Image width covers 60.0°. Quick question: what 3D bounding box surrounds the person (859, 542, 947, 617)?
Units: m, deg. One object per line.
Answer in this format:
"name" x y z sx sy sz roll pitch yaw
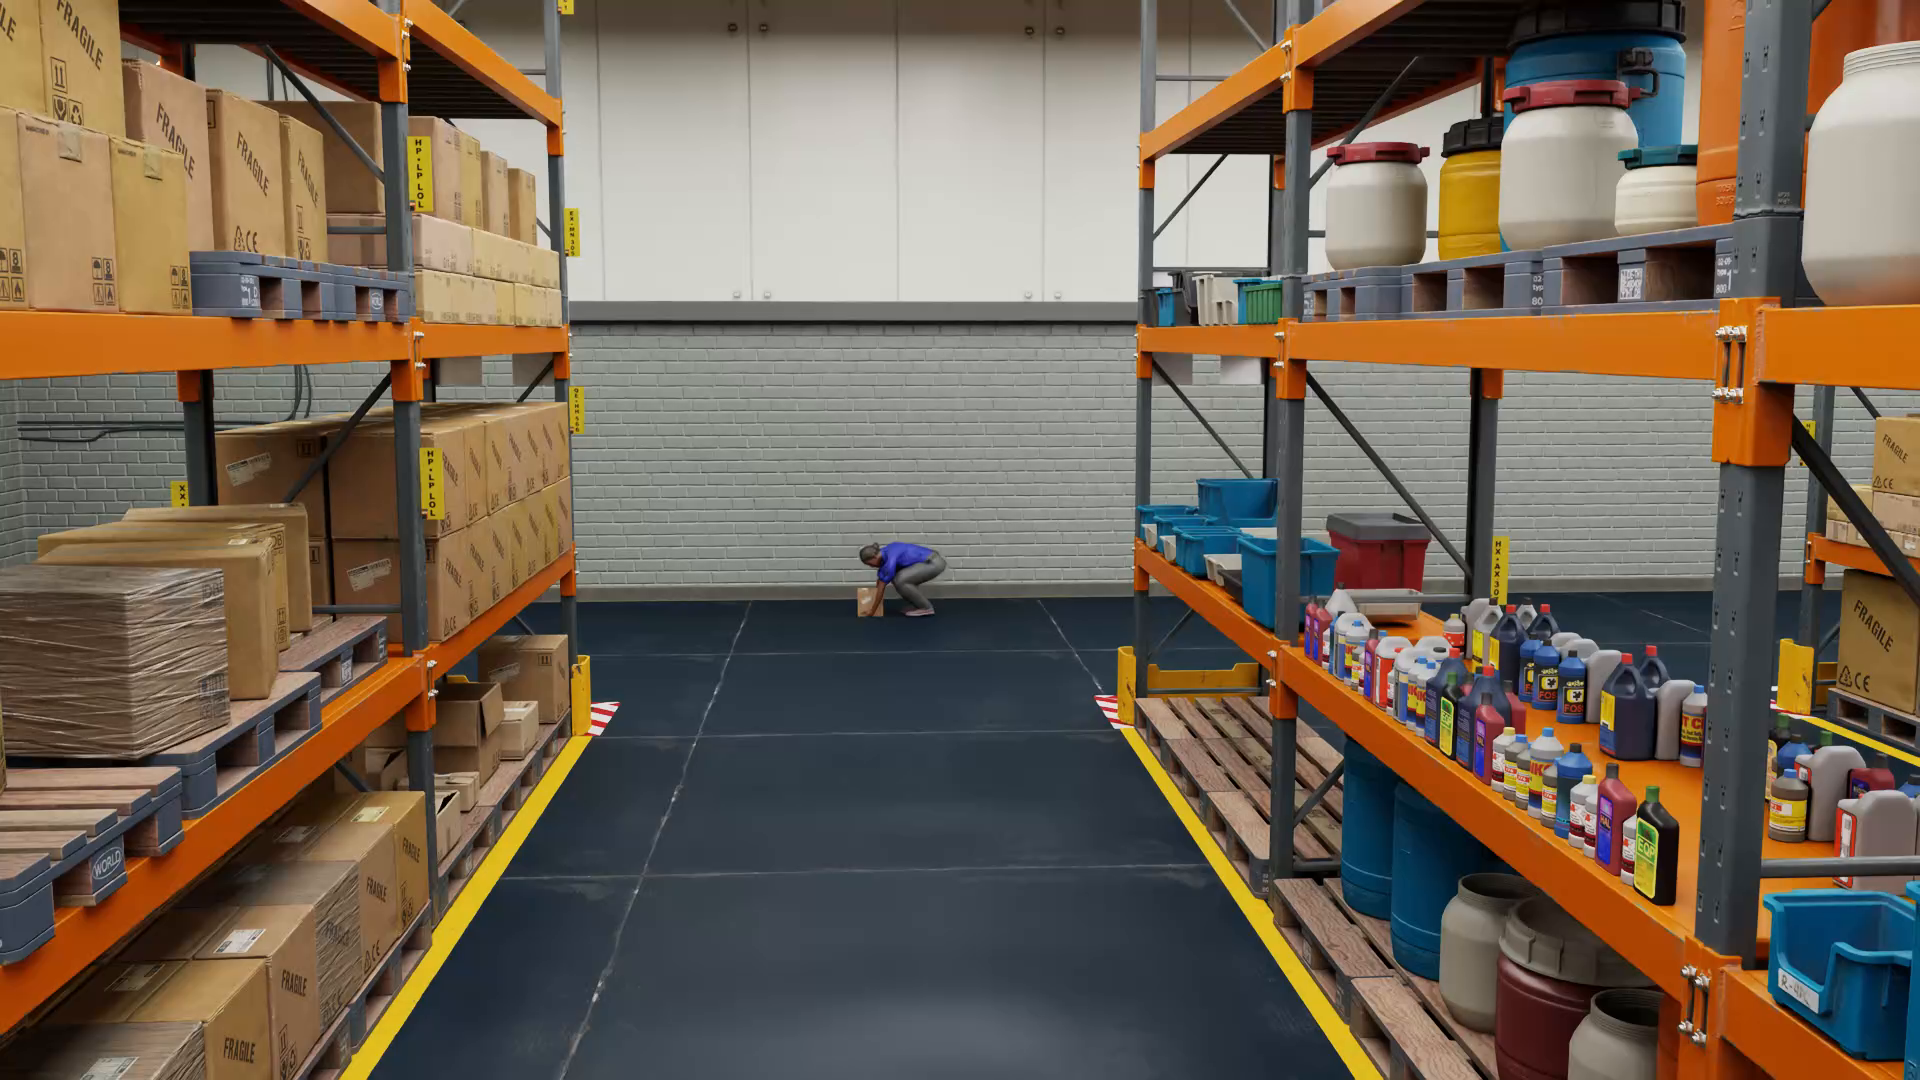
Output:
"person" -0.563 0.389 16.488 0.864 0.743 0.451 -1 7 -5
